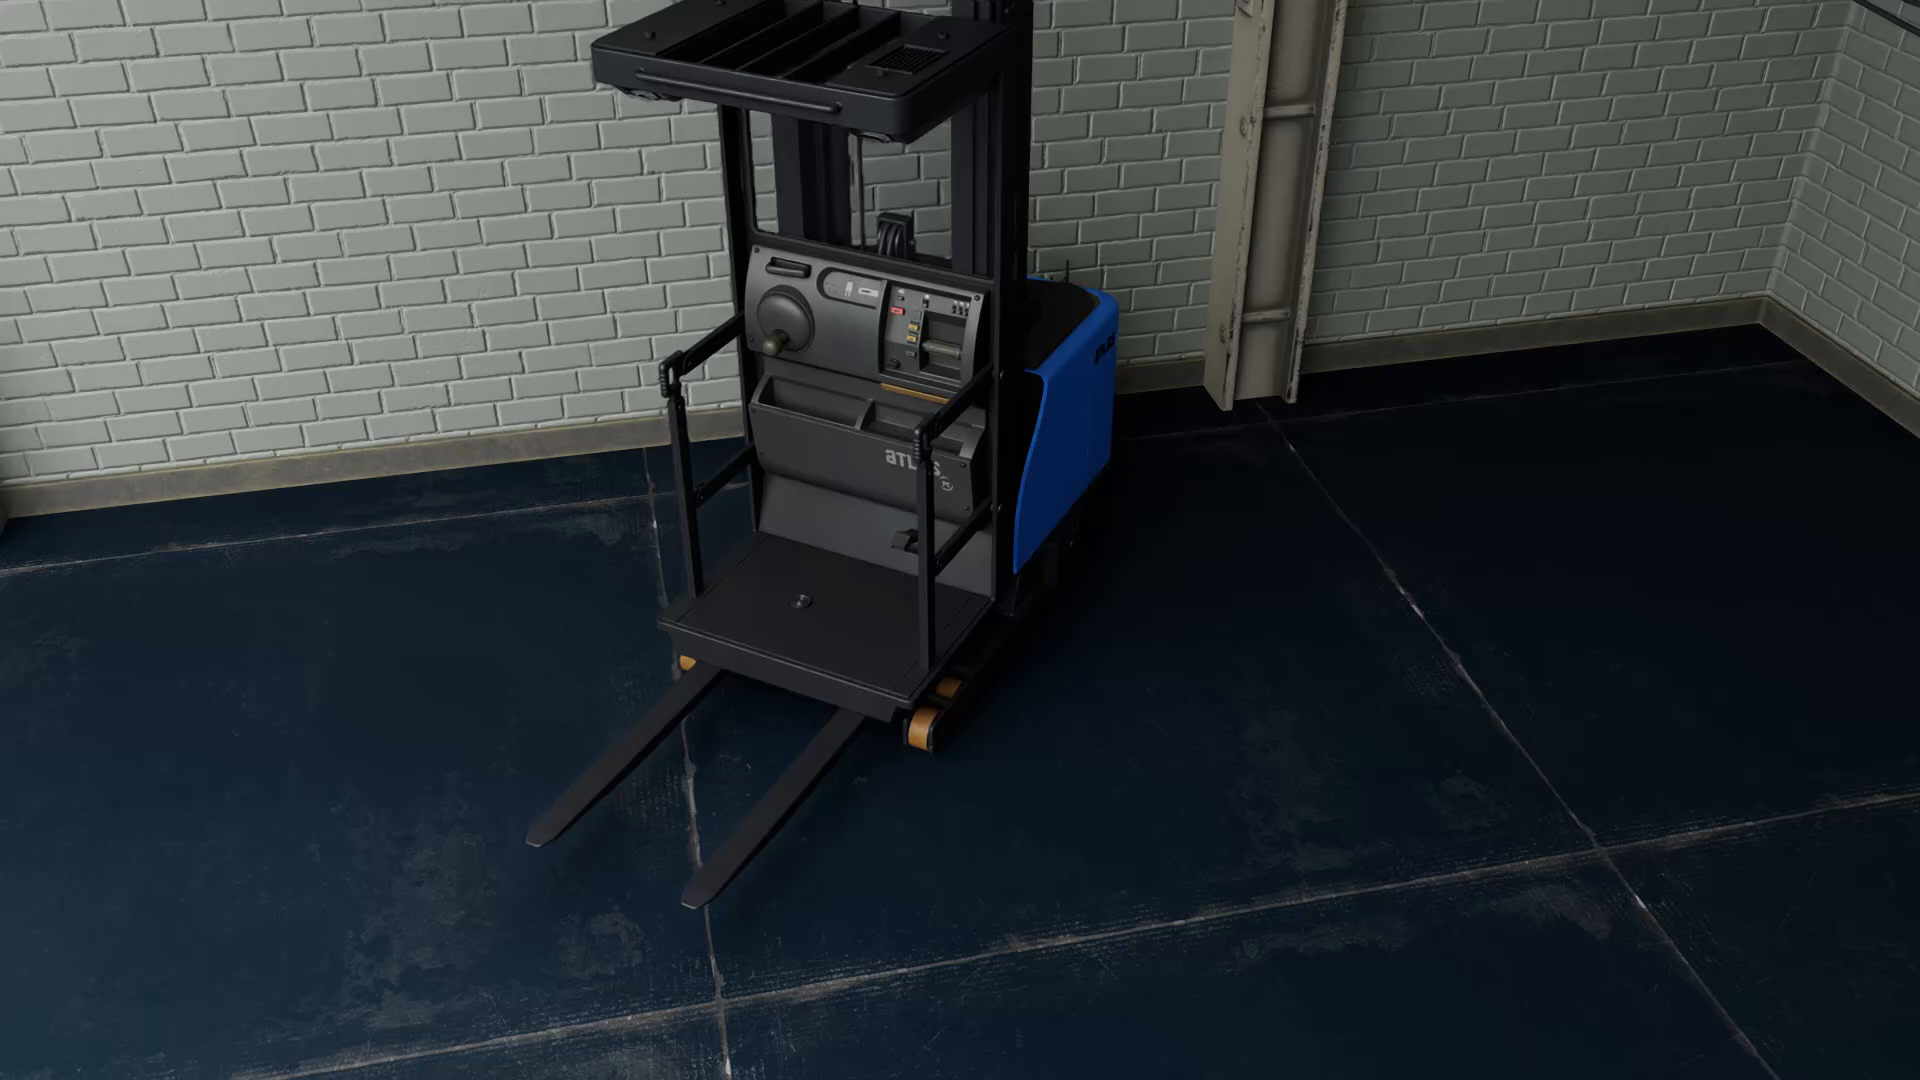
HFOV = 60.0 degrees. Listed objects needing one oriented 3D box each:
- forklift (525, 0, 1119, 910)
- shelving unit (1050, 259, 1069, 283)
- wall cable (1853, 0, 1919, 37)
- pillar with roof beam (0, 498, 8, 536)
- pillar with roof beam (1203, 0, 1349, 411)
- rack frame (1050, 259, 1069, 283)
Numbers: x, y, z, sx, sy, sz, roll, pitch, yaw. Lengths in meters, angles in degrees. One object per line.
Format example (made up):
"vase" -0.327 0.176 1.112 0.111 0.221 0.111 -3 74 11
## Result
"forklift" -0.439 -0.726 5.702 1.130 2.935 3.031 16 37 22
"shelving unit" 0.315 -0.753 7.430 0.252 1.050 0.215 15 37 21
"wall cable" 4.617 -2.836 6.187 0.112 2.526 3.097 -7 35 -11
"pillar with roof beam" -3.451 -1.404 1.267 0.400 9.000 9.100 -7 35 -11
"pillar with roof beam" 2.402 -2.142 2.366 0.400 9.000 9.100 -7 35 -11
"rack frame" 0.425 -0.724 7.386 0.008 1.050 0.200 15 37 21
